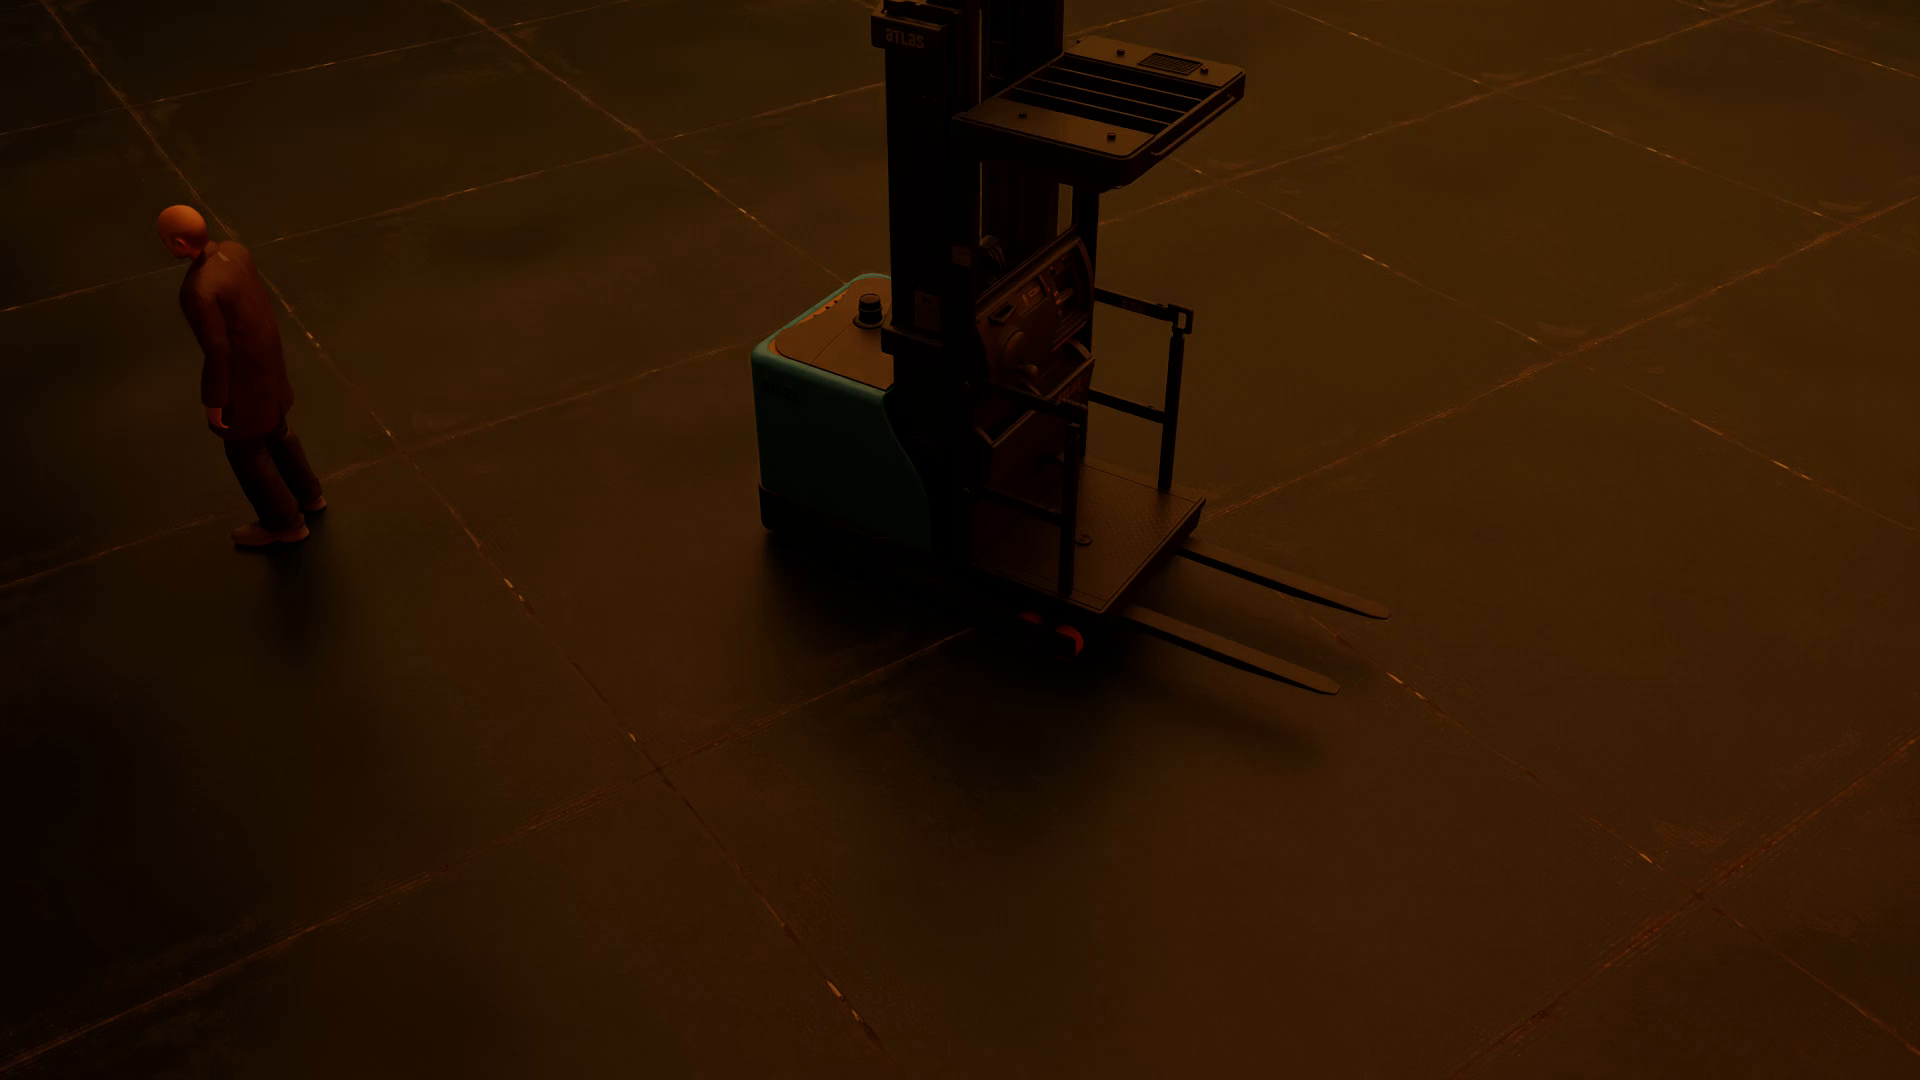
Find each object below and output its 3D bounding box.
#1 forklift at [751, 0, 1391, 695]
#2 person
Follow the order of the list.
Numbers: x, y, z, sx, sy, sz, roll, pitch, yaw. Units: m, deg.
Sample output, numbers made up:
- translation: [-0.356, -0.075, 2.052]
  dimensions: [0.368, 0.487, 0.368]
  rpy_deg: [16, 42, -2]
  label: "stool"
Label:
- translation: [0.514, -0.985, 7.276]
  dimensions: [3.031, 2.935, 1.130]
  rpy_deg: [21, 41, 26]
  label: "forklift"
- translation: [-3.453, -0.791, 7.987]
  dimensions: [0.420, 1.774, 0.648]
  rpy_deg: [2, 37, 3]
  label: "person"
